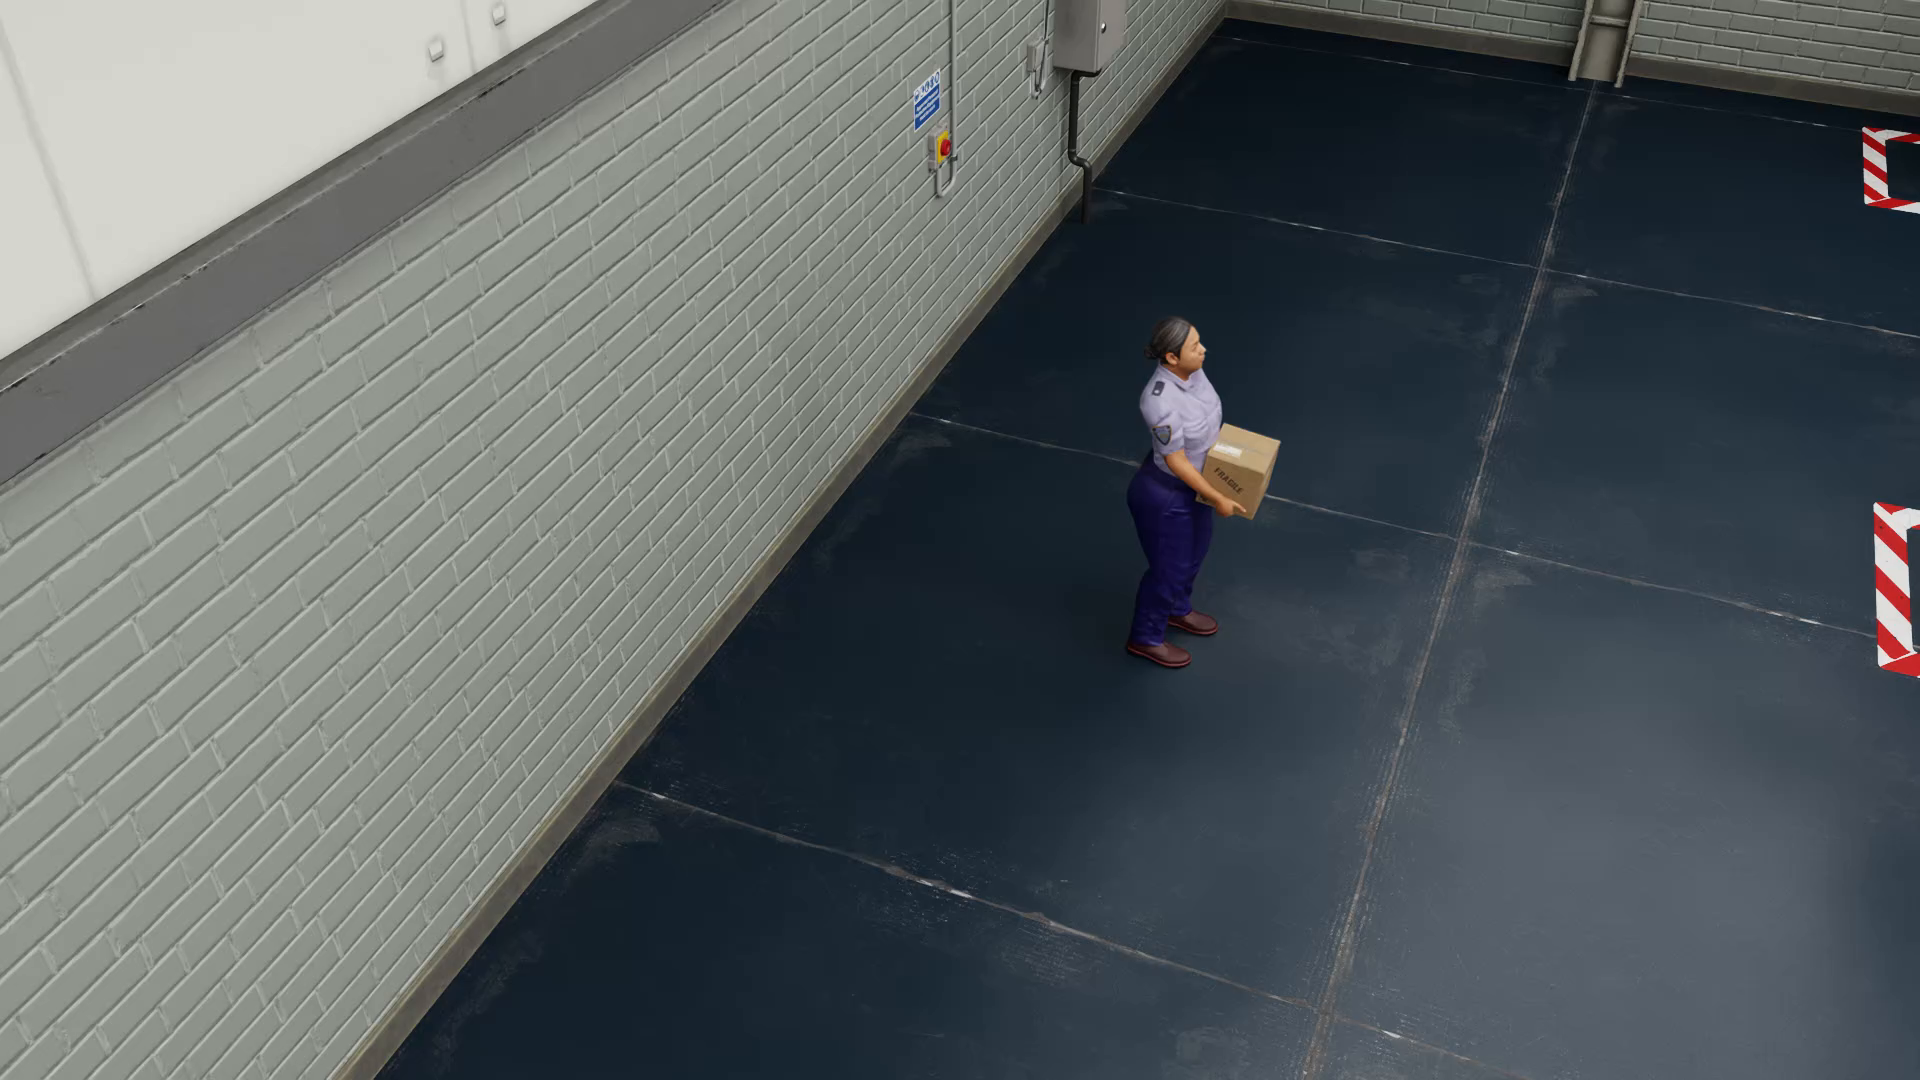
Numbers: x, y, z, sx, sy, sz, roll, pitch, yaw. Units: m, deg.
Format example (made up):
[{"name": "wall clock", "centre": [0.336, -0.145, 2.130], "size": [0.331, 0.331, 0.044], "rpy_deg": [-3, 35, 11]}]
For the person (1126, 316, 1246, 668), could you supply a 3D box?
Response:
[{"name": "person", "centre": [0.993, -0.196, 7.094], "size": [0.524, 1.635, 0.452], "rpy_deg": [15, 40, 18]}]
